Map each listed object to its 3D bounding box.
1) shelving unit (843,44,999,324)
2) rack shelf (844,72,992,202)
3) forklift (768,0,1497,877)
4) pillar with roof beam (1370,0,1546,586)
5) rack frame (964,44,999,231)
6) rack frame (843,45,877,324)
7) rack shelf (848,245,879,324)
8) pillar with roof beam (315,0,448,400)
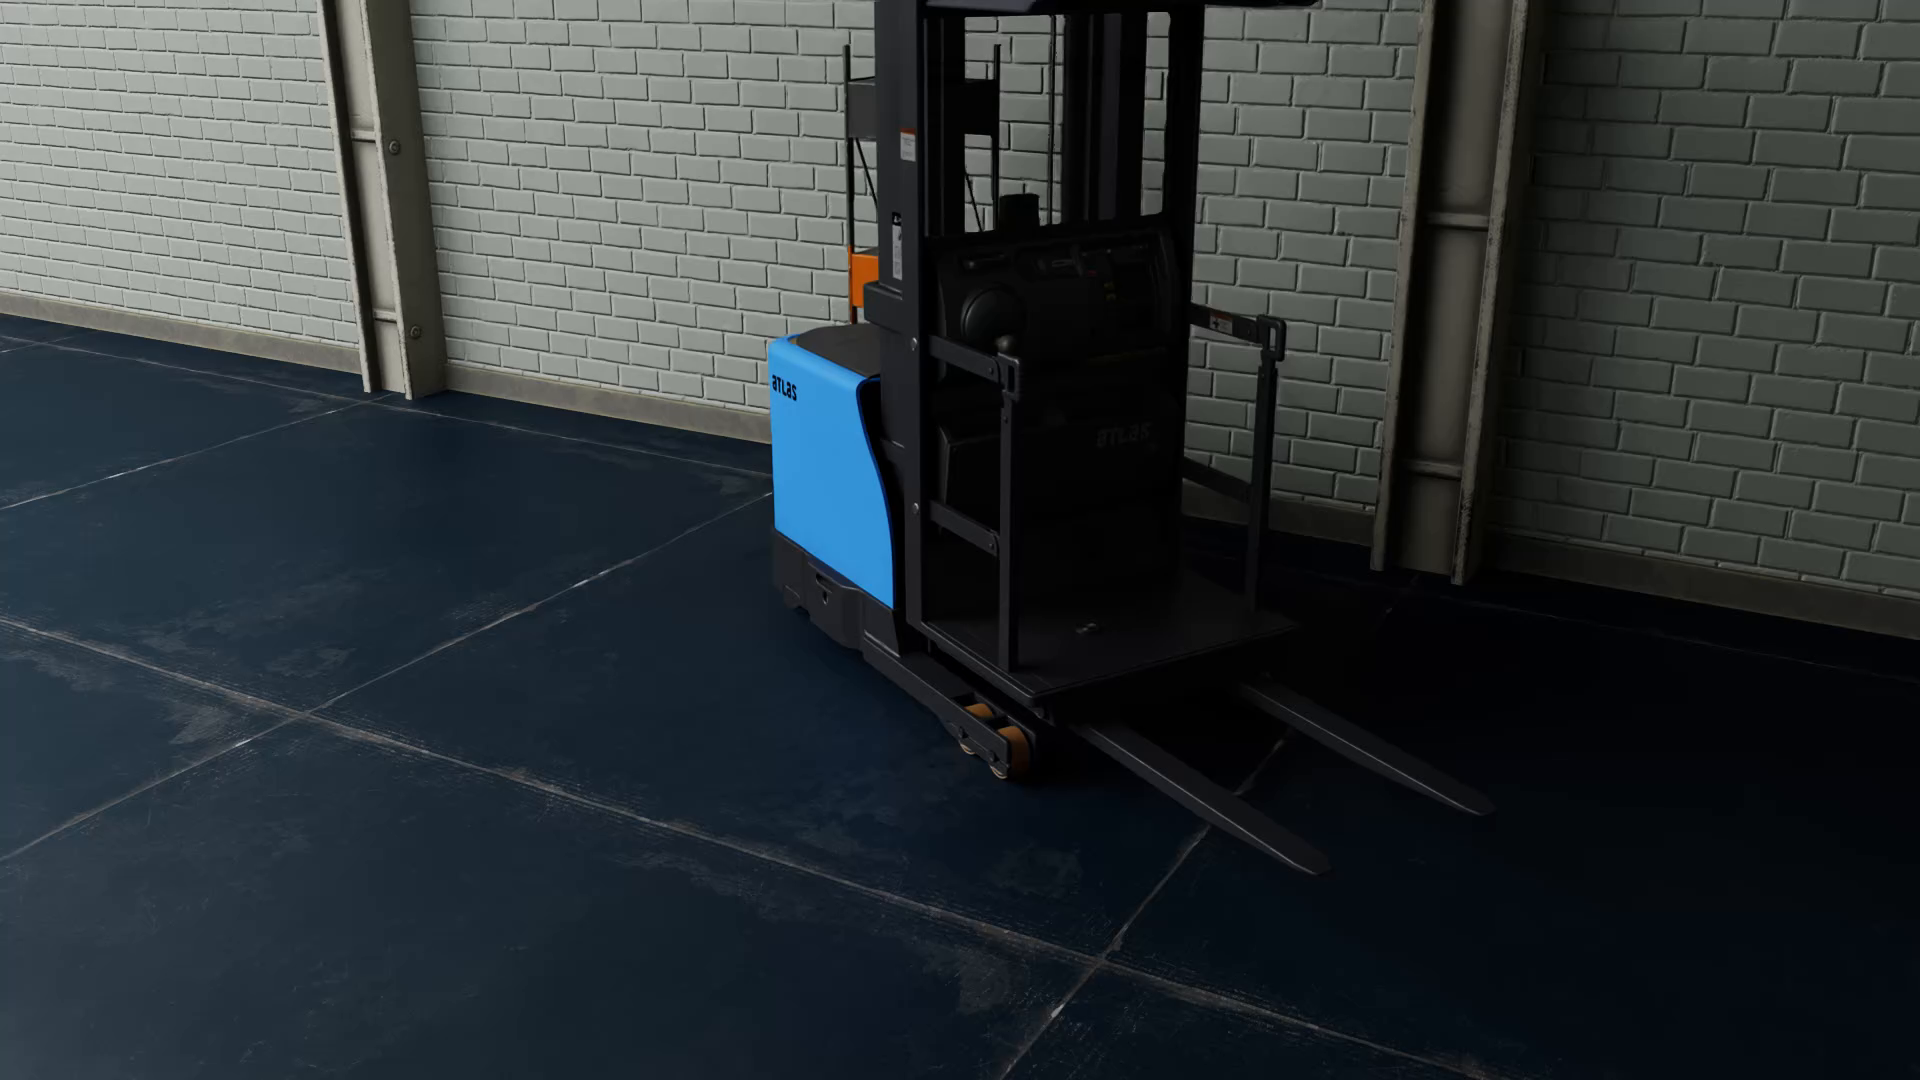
[{"bbox_3d":[-0.156,-1.024,7.108,0.503,2.100,0.431,11,23,28],"label":"shelving unit"},{"bbox_3d":[-0.156,-1.669,6.874,0.480,0.518,0.431,11,23,28],"label":"rack shelf"},{"bbox_3d":[0.438,-0.800,5.272,1.130,2.935,3.031,-12,23,-29],"label":"forklift"},{"bbox_3d":[-0.121,-2.839,1.994,0.400,9.000,9.100,11,23,27],"label":"pillar with roof beam"},{"bbox_3d":[0.054,-0.982,6.993,0.015,2.100,0.400,11,23,28],"label":"rack frame"},{"bbox_3d":[-0.367,-1.066,7.224,0.015,2.100,0.400,11,23,28],"label":"rack frame"},{"bbox_3d":[-0.156,-1.011,7.113,0.480,0.518,0.431,11,23,28],"label":"rack shelf"},{"bbox_3d":[-5.359,-3.836,4.745,0.400,9.000,9.100,11,23,27],"label":"pillar with roof beam"}]
